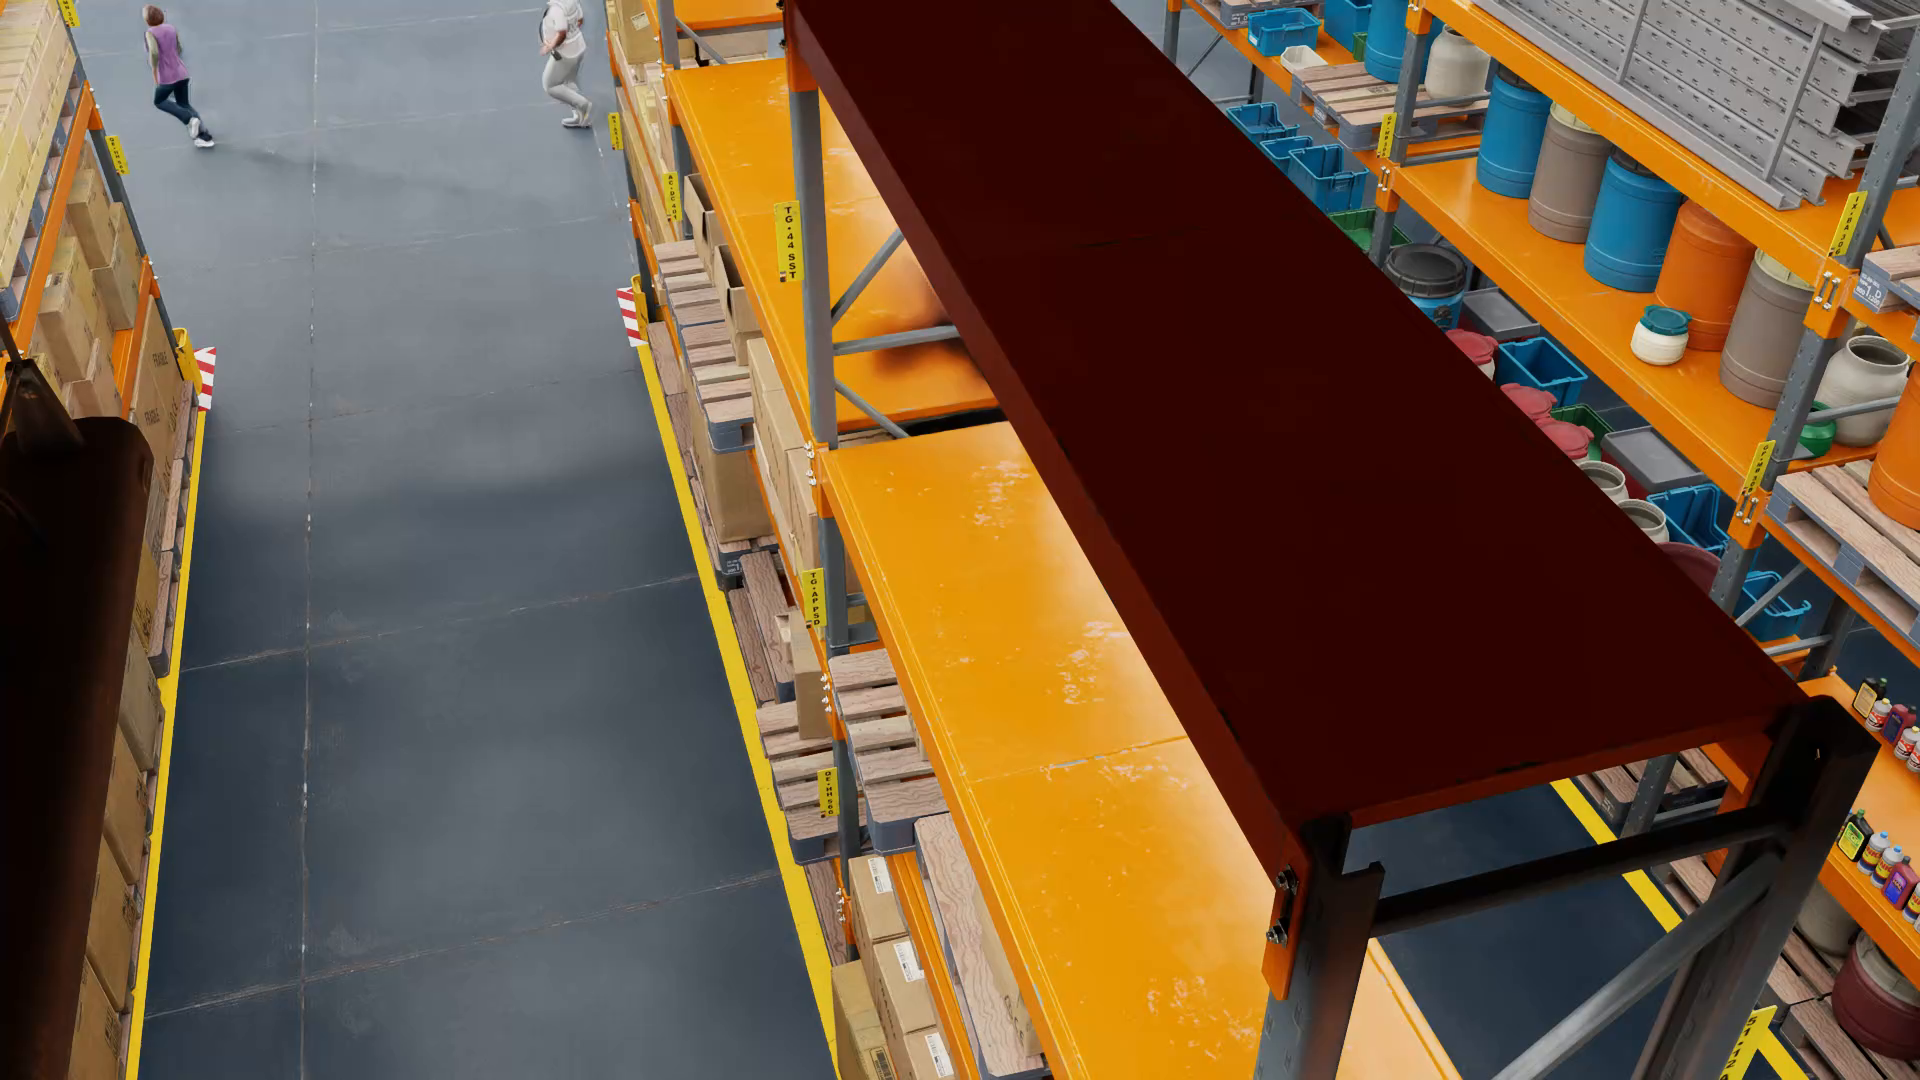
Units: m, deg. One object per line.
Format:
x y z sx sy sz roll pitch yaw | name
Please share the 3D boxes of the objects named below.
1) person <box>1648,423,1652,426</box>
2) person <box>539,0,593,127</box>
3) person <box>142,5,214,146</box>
5.742 -1.257 13.051 0.675 1.687 0.830 -15 41 -18 | person
-4.330 -5.356 18.182 0.592 1.736 0.640 9 39 11 | person
-8.495 -4.957 17.837 0.630 1.555 0.567 16 41 19 | person
